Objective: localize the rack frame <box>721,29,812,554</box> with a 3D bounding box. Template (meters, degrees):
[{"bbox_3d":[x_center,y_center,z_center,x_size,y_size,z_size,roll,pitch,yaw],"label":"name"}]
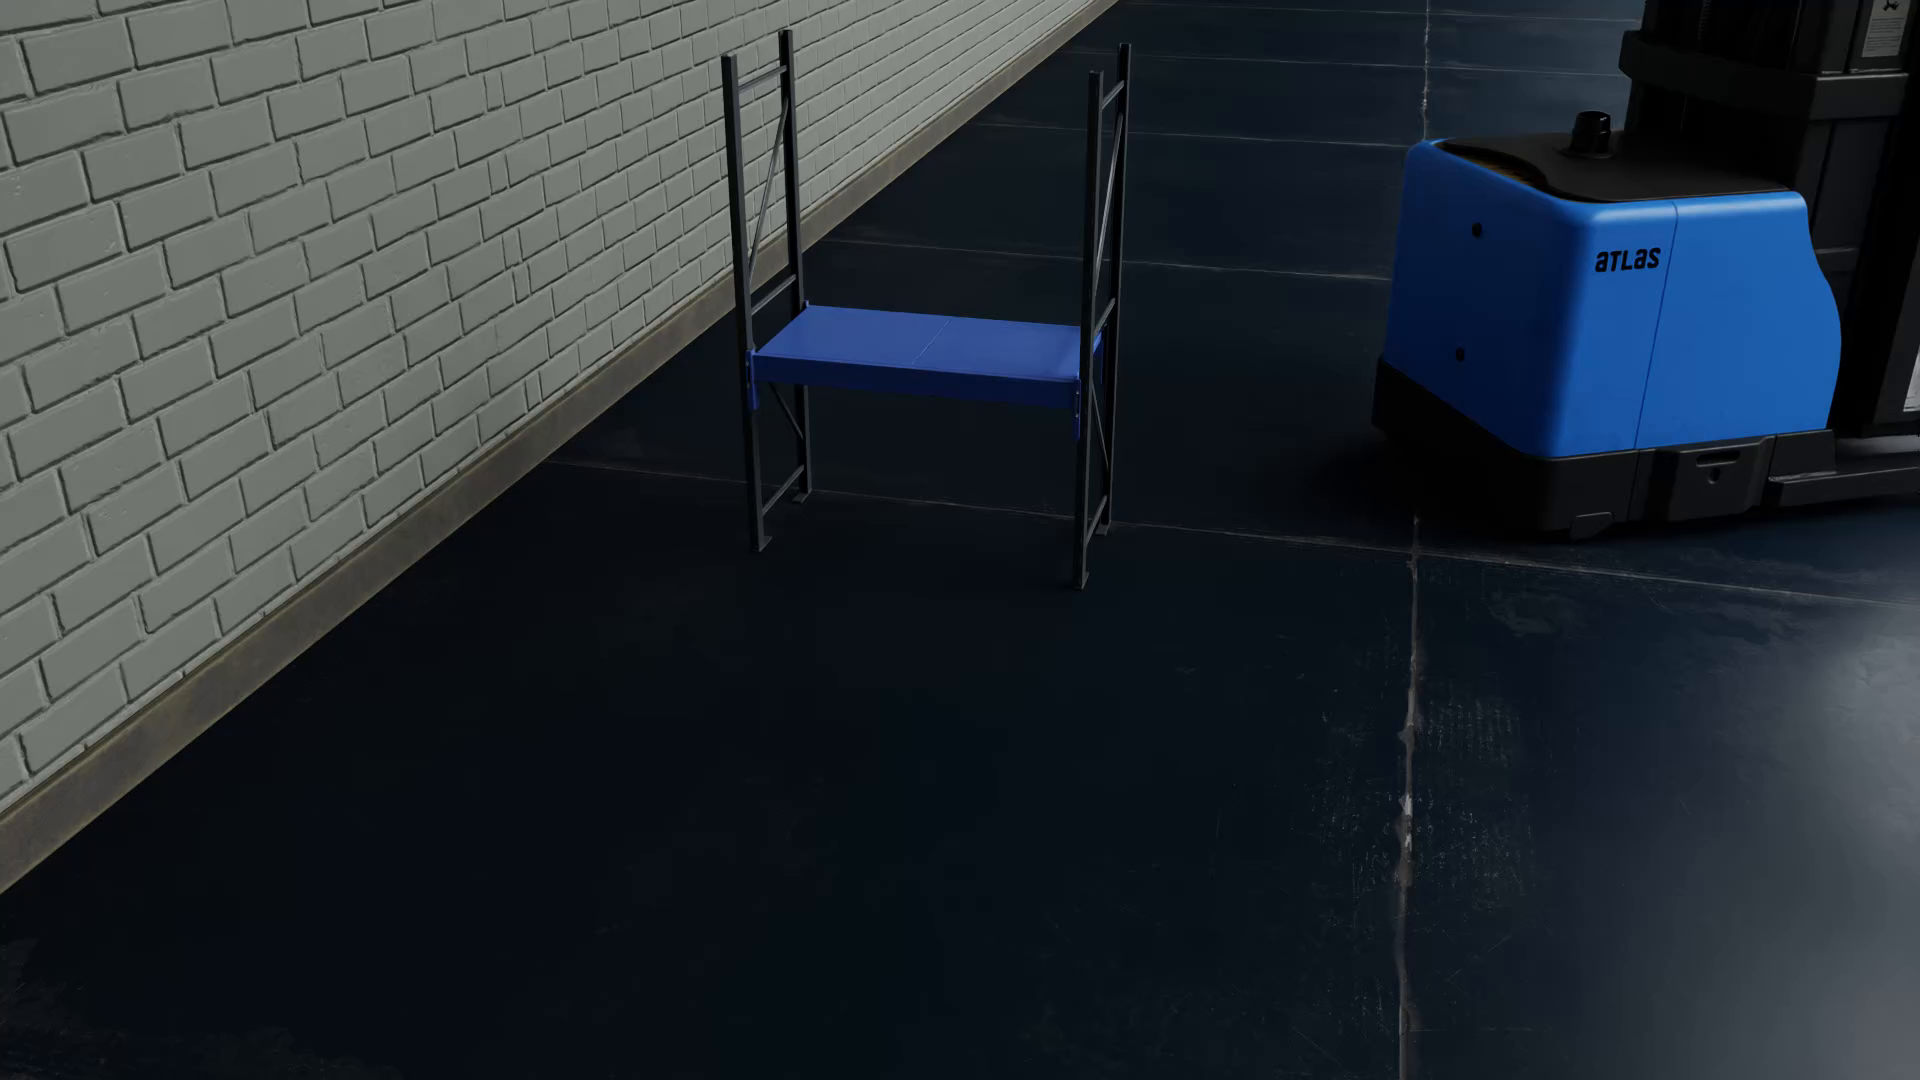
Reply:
[{"bbox_3d":[-0.575,-0.741,5.061,0.032,1.500,0.500,6,26,13],"label":"rack frame"}]

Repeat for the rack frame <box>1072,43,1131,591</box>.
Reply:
[{"bbox_3d":[0.410,-0.632,4.832,0.032,1.500,0.500,6,26,13],"label":"rack frame"}]

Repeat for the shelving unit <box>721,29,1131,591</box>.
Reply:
[{"bbox_3d":[-0.083,-0.686,4.947,1.048,1.500,0.538,6,26,13],"label":"shelving unit"}]

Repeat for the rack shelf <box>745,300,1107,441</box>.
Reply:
[{"bbox_3d":[-0.083,-0.524,5.024,1.000,0.185,0.538,6,26,13],"label":"rack shelf"}]

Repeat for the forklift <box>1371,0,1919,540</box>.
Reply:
[{"bbox_3d":[3.051,-1.655,5.317,3.031,2.935,1.130,-6,26,-13],"label":"forklift"}]
